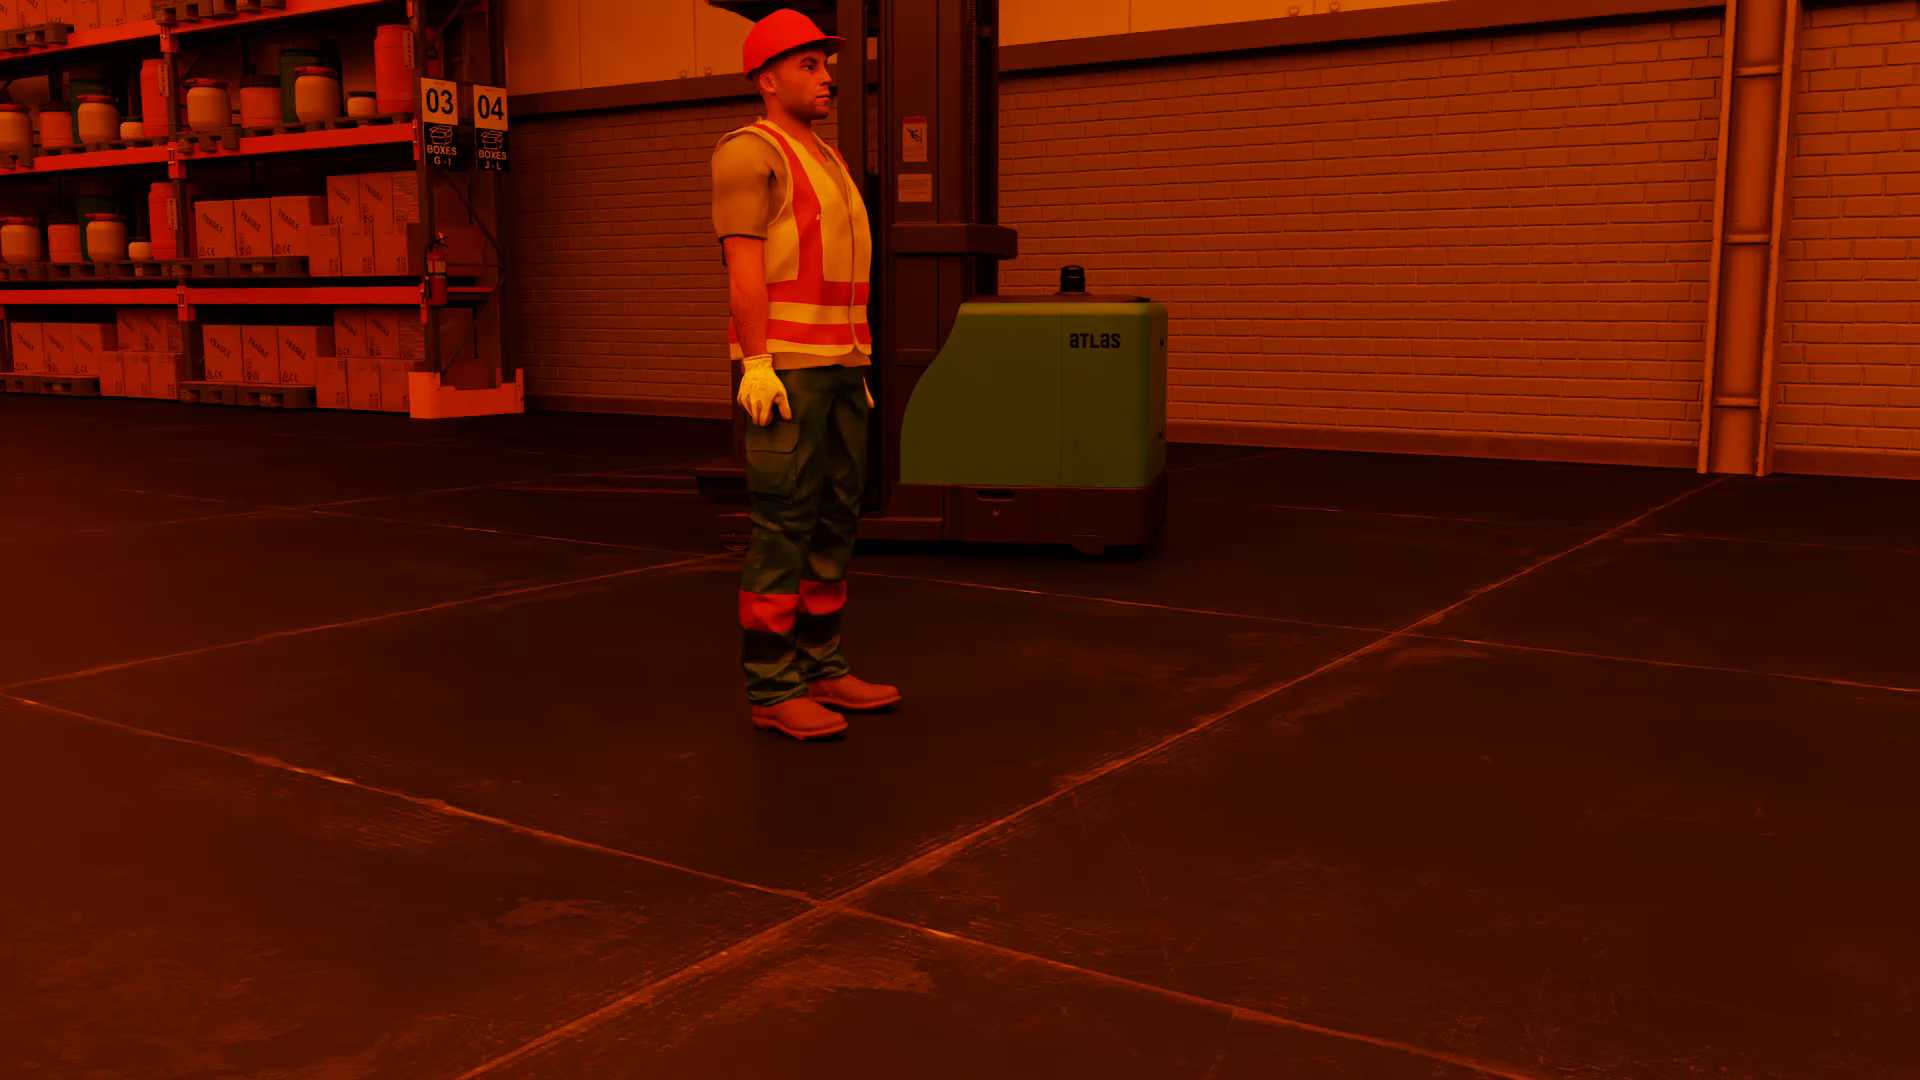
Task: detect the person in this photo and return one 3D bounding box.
[{"bbox_3d":[-0.383,-0.423,4.226,0.382,1.795,0.527,3,9,23],"label":"person"}]

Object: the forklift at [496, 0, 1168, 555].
[{"bbox_3d":[-0.596,-1.469,7.520,3.031,2.935,1.130,2,8,12],"label":"forklift"}]
